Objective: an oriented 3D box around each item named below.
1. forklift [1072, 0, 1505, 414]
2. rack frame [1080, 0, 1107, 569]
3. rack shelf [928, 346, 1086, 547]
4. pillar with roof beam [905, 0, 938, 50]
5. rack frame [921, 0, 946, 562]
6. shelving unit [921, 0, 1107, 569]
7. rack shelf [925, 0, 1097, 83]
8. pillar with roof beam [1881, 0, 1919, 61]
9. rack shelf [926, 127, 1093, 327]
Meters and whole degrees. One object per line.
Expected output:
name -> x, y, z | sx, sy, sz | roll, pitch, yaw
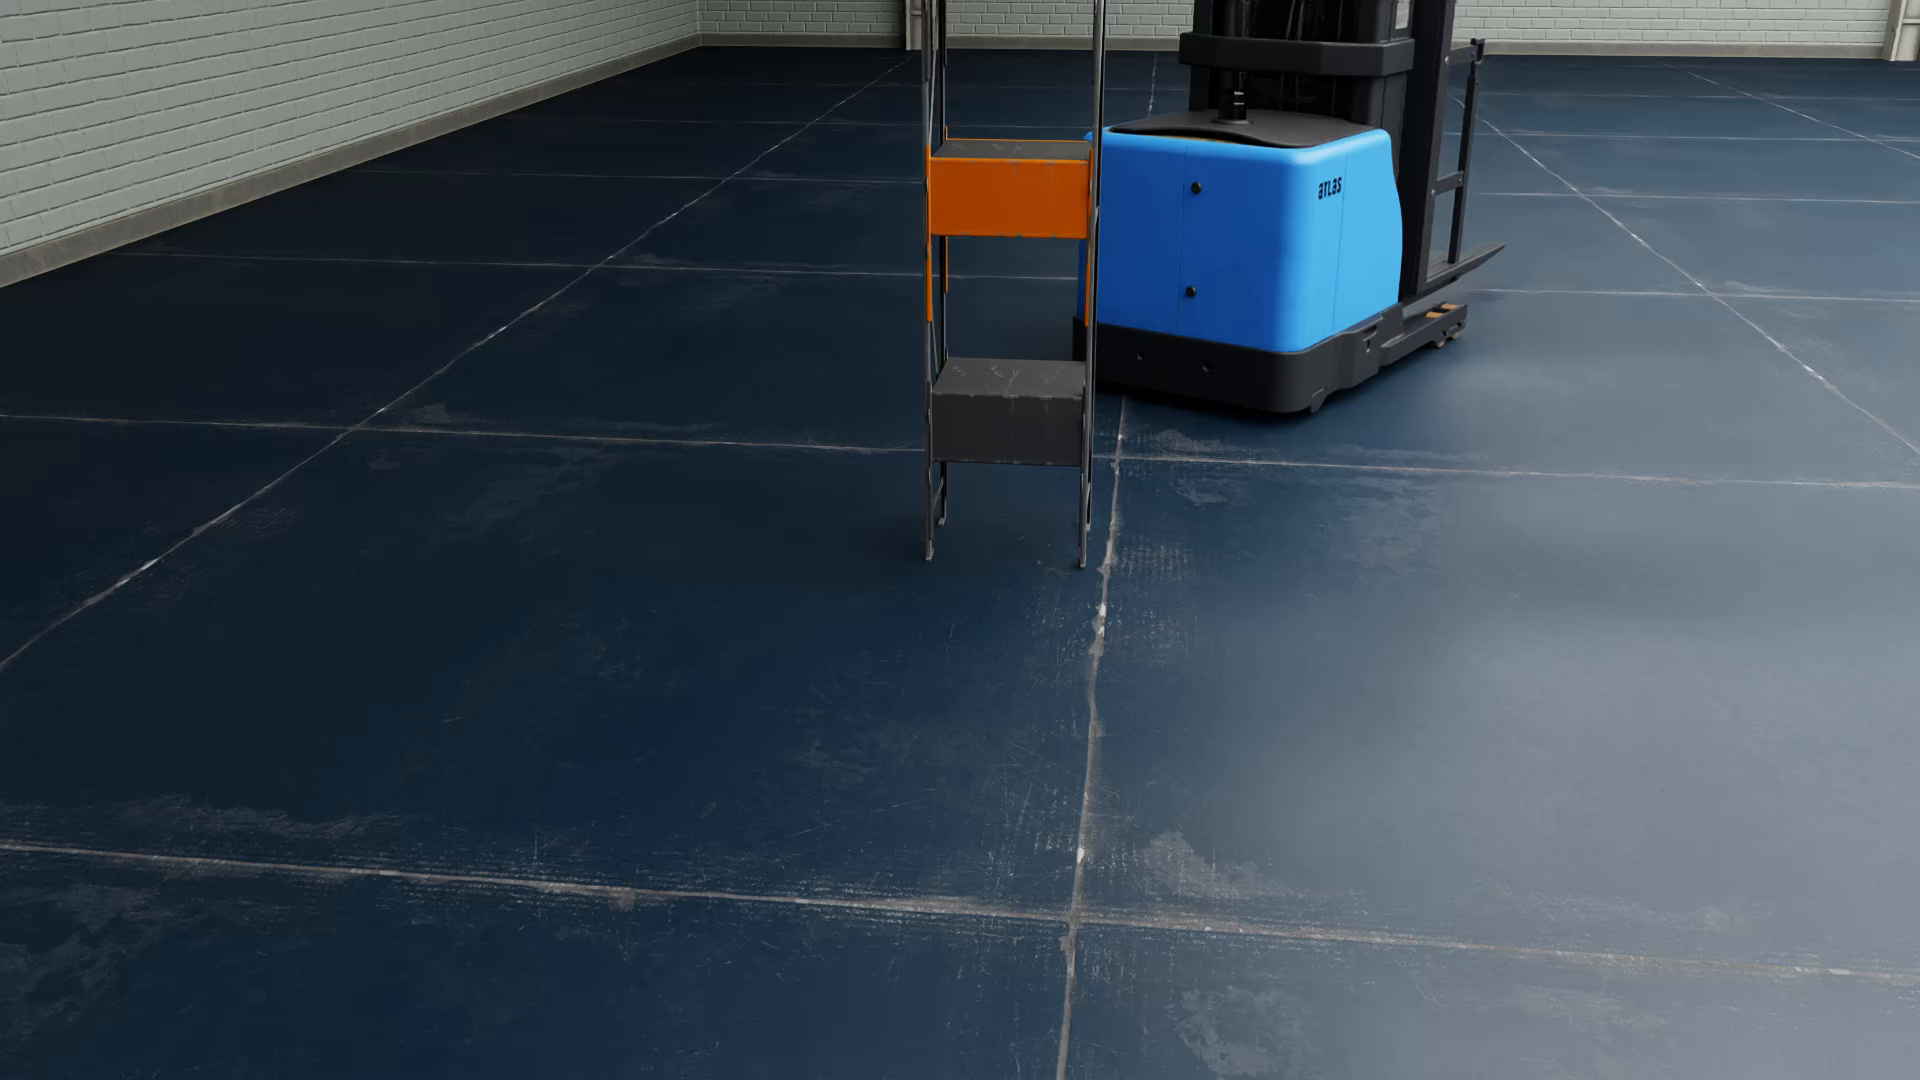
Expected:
forklift -> 1.736, -2.343, 7.379 | 1.130, 2.935, 3.031 | 15, 26, 33
rack frame -> 0.407, -0.959, 5.009 | 0.015, 2.100, 0.400 | 2, 22, 6
rack shelf -> 0.164, -0.306, 5.298 | 0.480, 0.518, 0.431 | 2, 22, 6
pillar with roof beam -> -0.990, -8.960, 15.863 | 0.400, 9.000, 9.100 | 2, 22, 6
rack frame -> -0.078, -0.980, 5.062 | 0.015, 2.100, 0.400 | 2, 22, 6
shelving unit -> 0.164, -0.969, 5.036 | 0.503, 2.100, 0.431 | 2, 22, 6
rack shelf -> 0.164, -1.608, 4.783 | 0.480, 0.518, 0.431 | 2, 22, 6
pillar with roof beam -> 10.927, -8.440, 14.550 | 0.400, 9.000, 9.100 | 2, 22, 6
rack shelf -> 0.164, -0.957, 5.041 | 0.480, 0.518, 0.431 | 2, 22, 6
